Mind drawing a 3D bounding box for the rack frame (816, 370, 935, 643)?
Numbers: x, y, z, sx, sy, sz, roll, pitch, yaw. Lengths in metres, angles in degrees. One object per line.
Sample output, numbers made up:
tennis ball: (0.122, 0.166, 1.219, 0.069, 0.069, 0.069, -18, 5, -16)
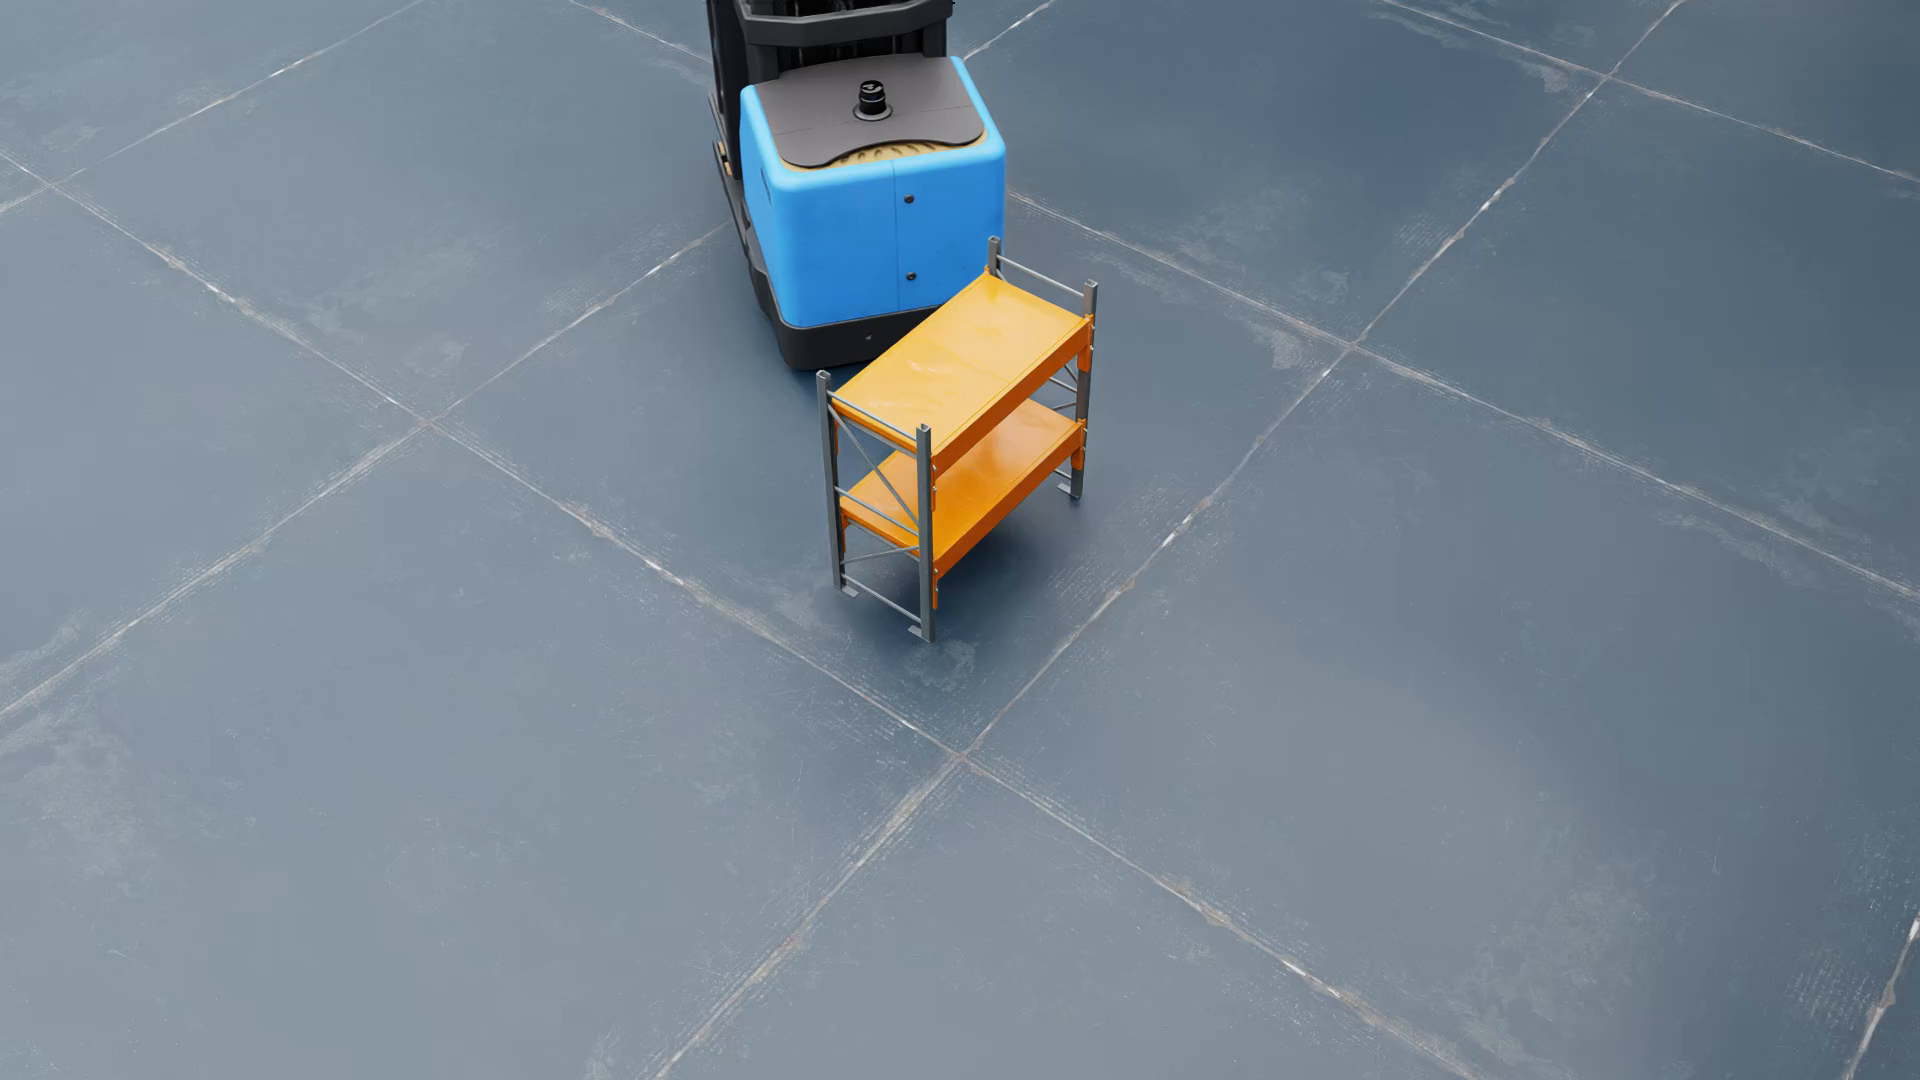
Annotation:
rack frame: (-0.307, -0.102, 6.234, 0.500, 1.125, 0.032, 29, 53, 25)

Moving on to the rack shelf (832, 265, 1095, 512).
rack shelf: (0.004, -0.595, 6.300, 0.538, 0.278, 1.000, 29, 53, 25)

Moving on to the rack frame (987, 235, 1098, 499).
rack frame: (0.315, -0.683, 6.790, 0.500, 1.125, 0.032, 29, 53, 25)

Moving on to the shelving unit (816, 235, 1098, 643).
shelving unit: (0.004, -0.392, 6.512, 0.538, 1.125, 1.048, 29, 53, 25)

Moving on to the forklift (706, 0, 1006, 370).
forklift: (-0.668, -2.871, 7.630, 1.130, 2.935, 3.031, -11, 47, -10)

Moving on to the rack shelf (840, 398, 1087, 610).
rack shelf: (0.004, -0.224, 6.688, 0.538, 0.278, 1.000, 29, 53, 25)
